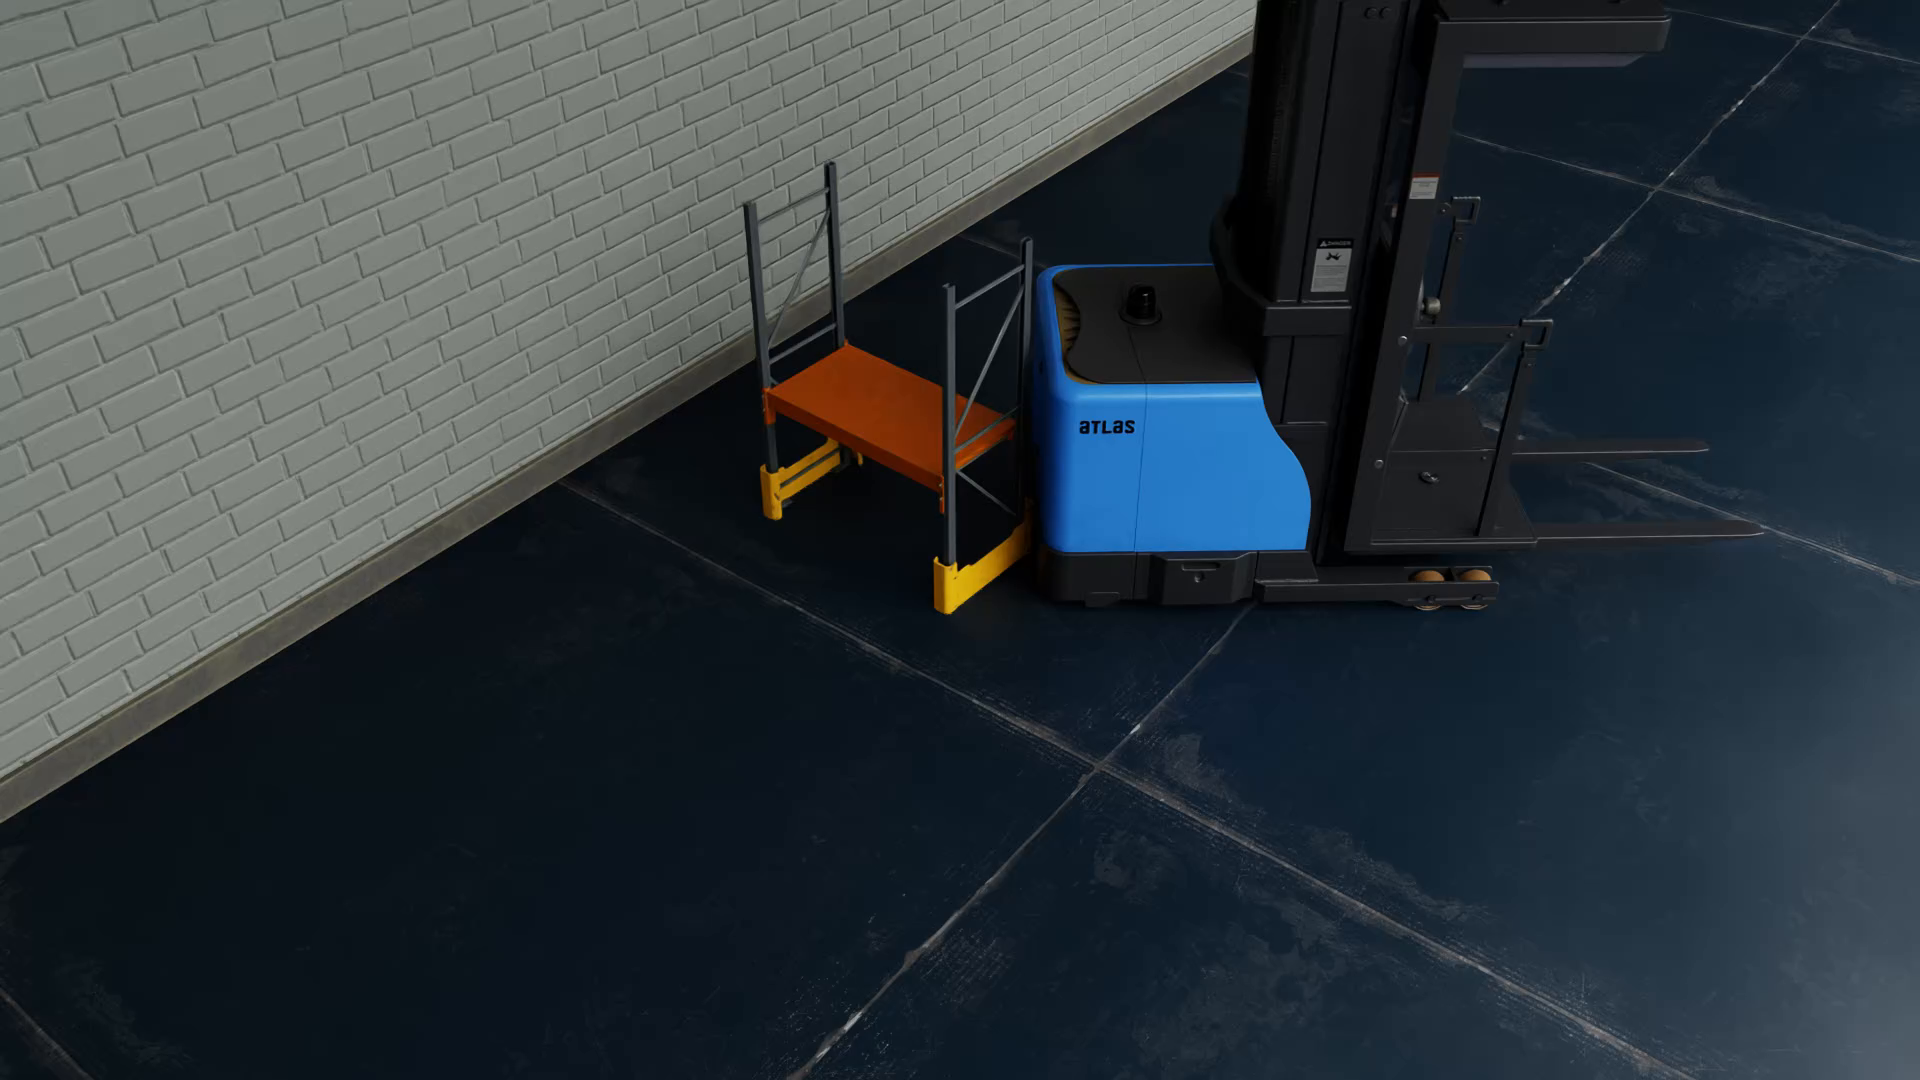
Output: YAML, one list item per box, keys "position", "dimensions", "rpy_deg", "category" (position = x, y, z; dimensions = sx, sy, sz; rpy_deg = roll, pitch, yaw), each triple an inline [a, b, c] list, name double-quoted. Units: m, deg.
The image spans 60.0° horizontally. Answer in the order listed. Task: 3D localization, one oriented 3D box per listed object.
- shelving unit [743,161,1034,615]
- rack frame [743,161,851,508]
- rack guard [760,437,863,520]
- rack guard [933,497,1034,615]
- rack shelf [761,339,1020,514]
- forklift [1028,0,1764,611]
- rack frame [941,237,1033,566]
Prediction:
- position: [-0.279, -0.630, 6.838]
  dimensions: [1.083, 1.500, 0.587]
  rpy_deg: [27, 46, 30]
  category: "shelving unit"
- position: [-0.676, -0.835, 7.100]
  dimensions: [0.032, 1.500, 0.500]
  rpy_deg: [27, 46, 30]
  category: "rack frame"
- position: [-0.661, -0.335, 7.475]
  dimensions: [0.087, 0.250, 0.587]
  rpy_deg: [27, 46, 30]
  category: "rack guard"
- position: [0.103, 0.059, 6.972]
  dimensions: [0.087, 0.250, 0.587]
  rpy_deg: [27, 46, 30]
  category: "rack guard"
- position: [-0.286, -0.492, 6.954]
  dimensions: [1.000, 0.185, 0.538]
  rpy_deg: [27, 46, 30]
  category: "rack shelf"
- position: [1.831, -1.191, 6.394]
  dimensions: [3.031, 2.935, 1.130]
  rpy_deg: [-1, 38, -1]
  category: "forklift"
- position: [0.104, -0.433, 6.586]
  dimensions: [0.032, 1.500, 0.500]
  rpy_deg: [27, 46, 30]
  category: "rack frame"
